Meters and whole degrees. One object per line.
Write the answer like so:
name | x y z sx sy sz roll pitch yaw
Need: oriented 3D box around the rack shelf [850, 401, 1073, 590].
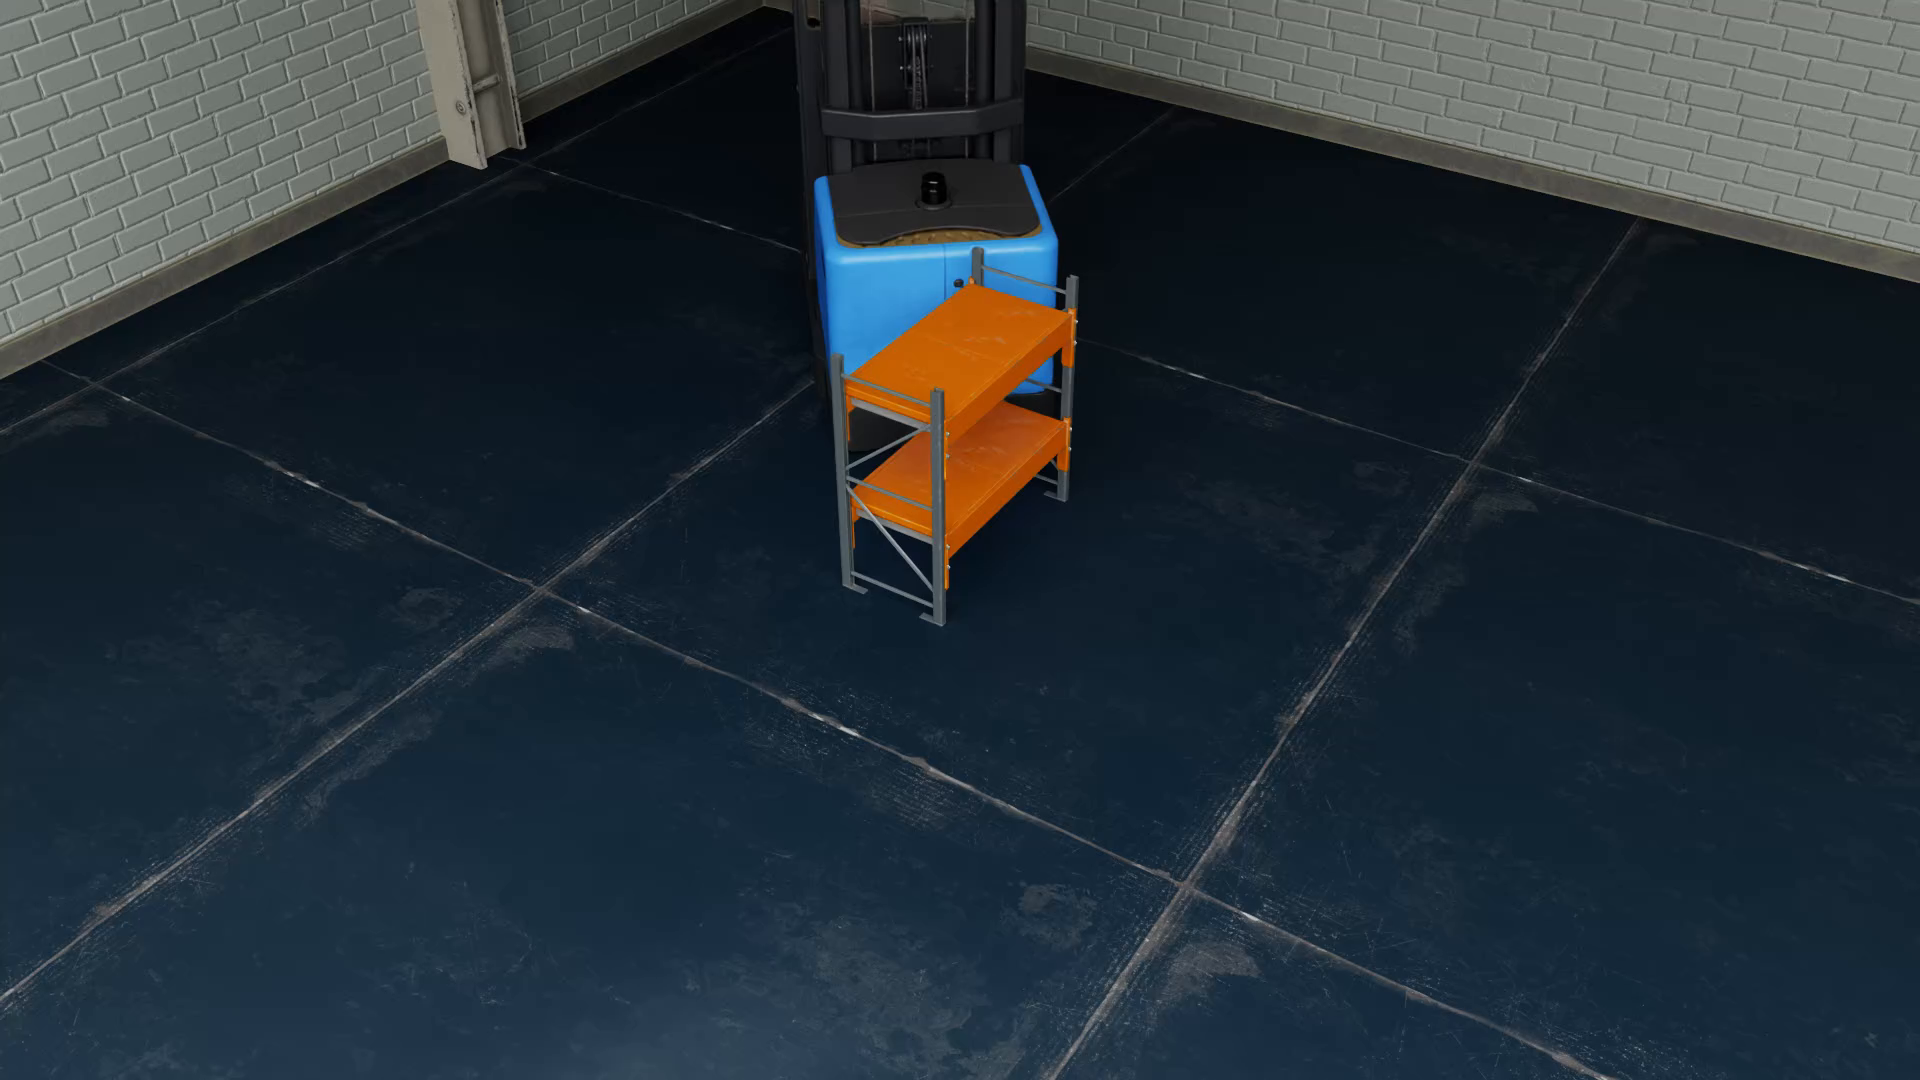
rack shelf | -0.004 -0.248 7.051 0.538 0.278 1.000 21 42 25

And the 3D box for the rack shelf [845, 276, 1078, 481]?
rack shelf | -0.004 -0.674 6.723 0.538 0.278 1.000 21 42 25

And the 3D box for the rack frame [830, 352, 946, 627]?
rack frame | -0.276 -0.180 6.562 0.500 1.125 0.032 21 42 25

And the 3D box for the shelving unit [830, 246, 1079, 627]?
shelving unit | -0.004 -0.442 6.902 0.538 1.125 1.048 21 42 25

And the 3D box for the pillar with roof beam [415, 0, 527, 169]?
pillar with roof beam | 0.677 -4.579 5.820 9.100 9.000 0.400 21 42 25

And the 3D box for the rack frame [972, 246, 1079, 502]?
rack frame | 0.269 -0.704 7.242 0.500 1.125 0.032 21 42 25

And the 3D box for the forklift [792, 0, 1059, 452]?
forklift | -0.267 -2.462 8.043 1.130 2.935 3.031 -5 38 -6
